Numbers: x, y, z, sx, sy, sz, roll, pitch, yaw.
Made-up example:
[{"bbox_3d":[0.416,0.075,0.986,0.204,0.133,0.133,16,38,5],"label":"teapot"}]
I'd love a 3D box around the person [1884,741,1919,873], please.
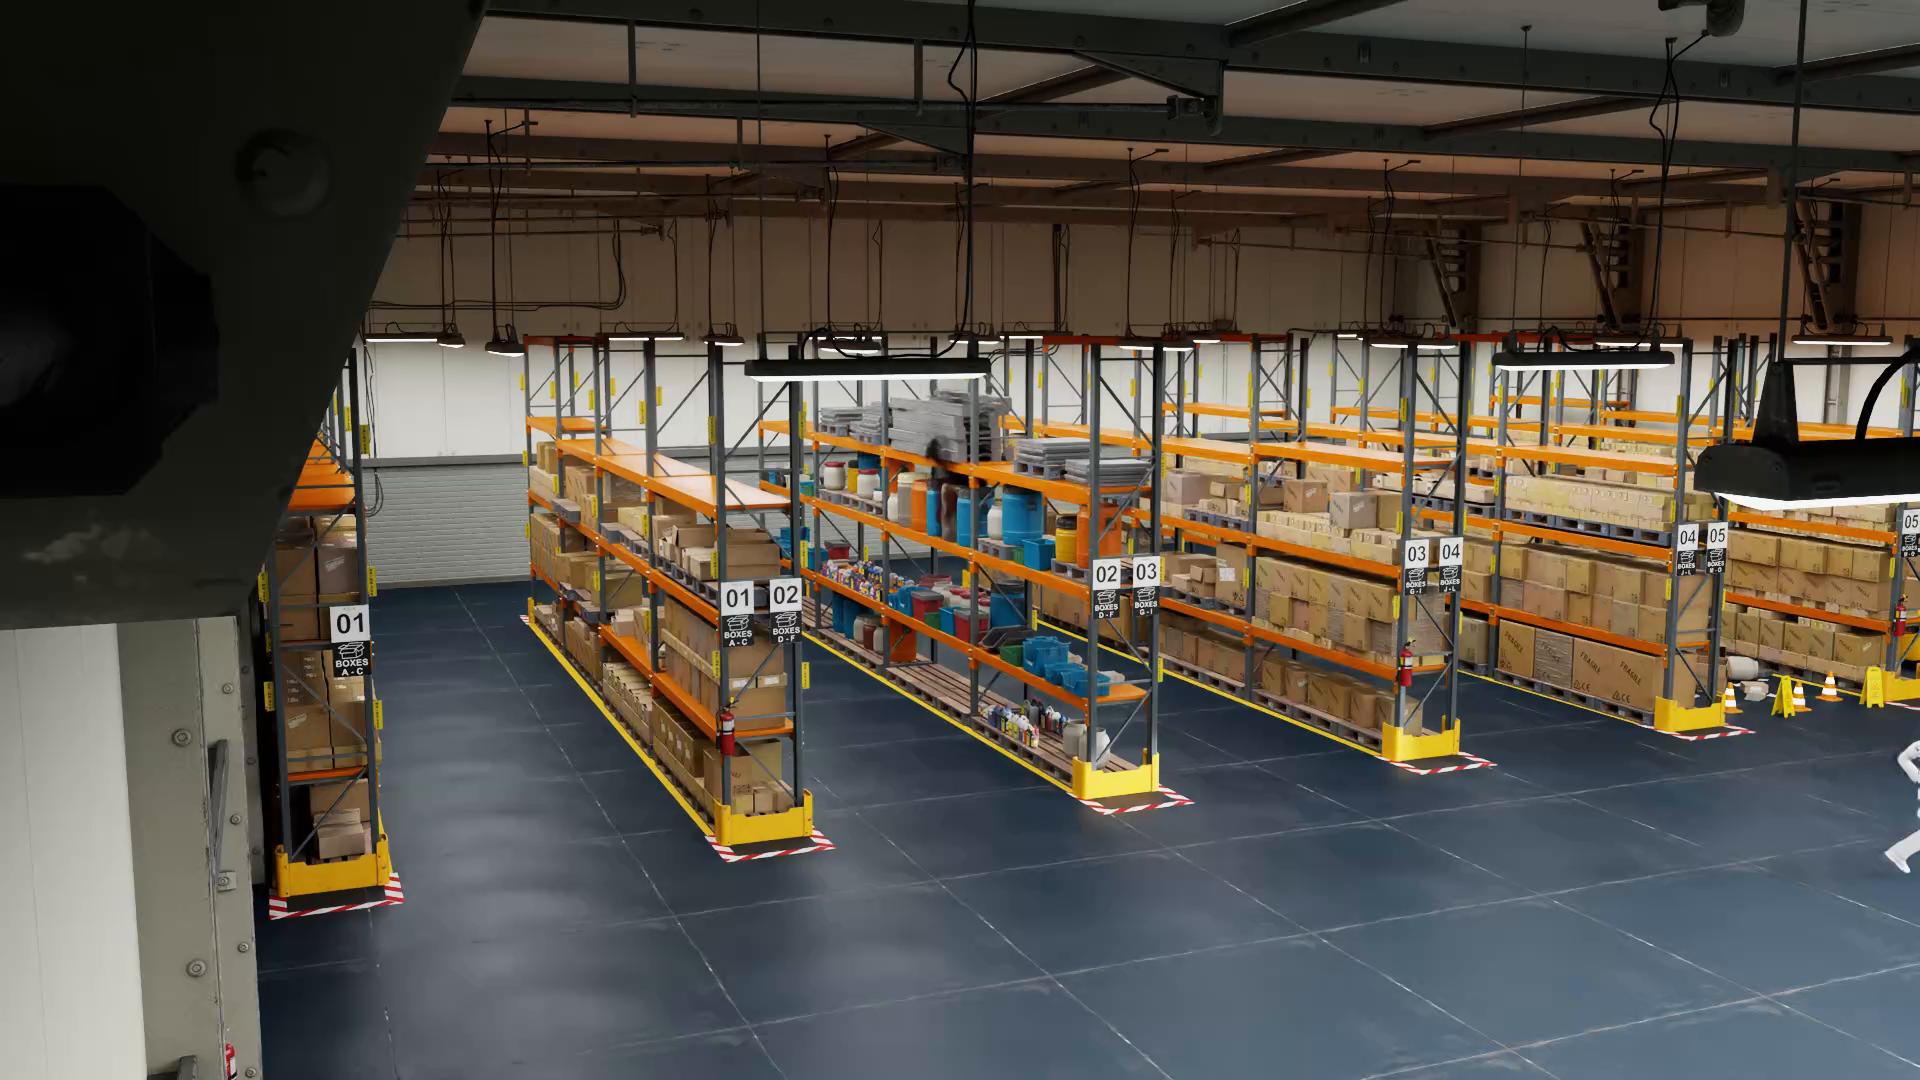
[{"bbox_3d":[10.989,2.954,18.768,1.049,1.798,0.698,0,8,1],"label":"person"}]
